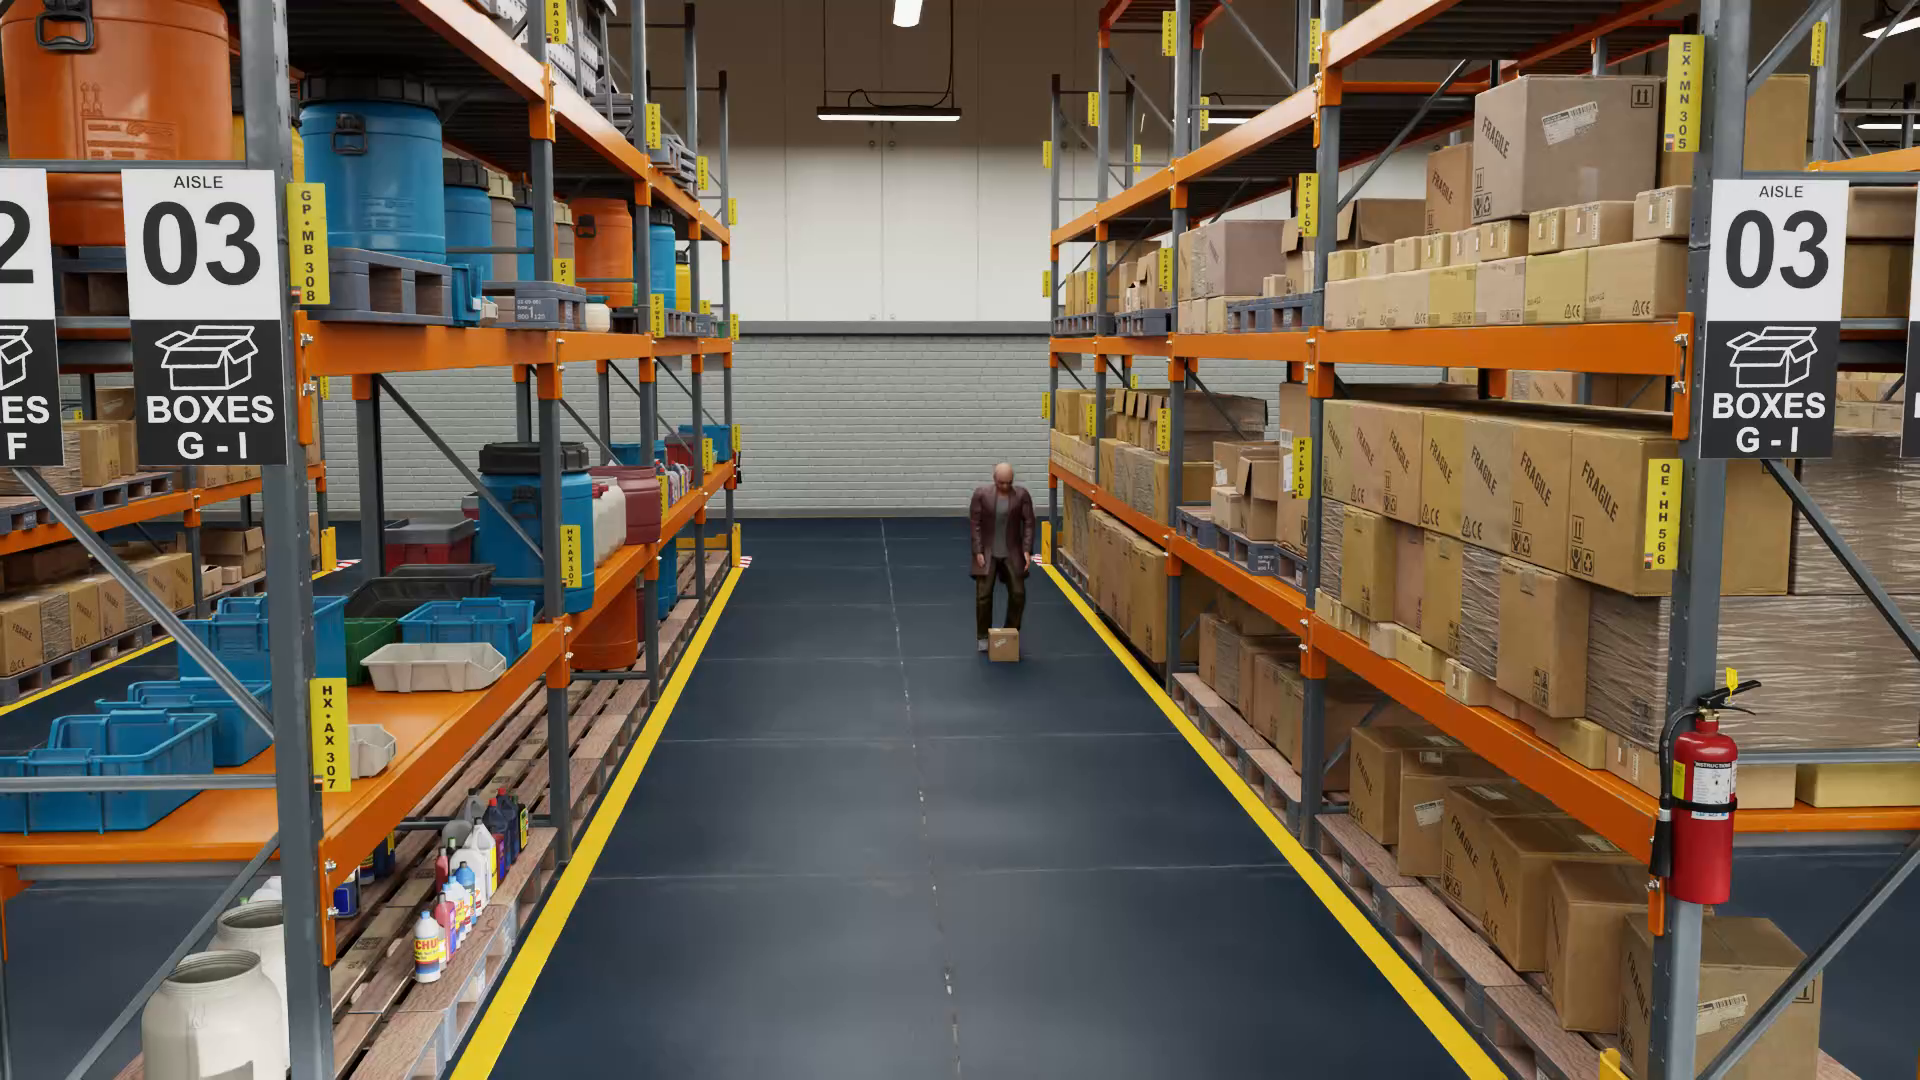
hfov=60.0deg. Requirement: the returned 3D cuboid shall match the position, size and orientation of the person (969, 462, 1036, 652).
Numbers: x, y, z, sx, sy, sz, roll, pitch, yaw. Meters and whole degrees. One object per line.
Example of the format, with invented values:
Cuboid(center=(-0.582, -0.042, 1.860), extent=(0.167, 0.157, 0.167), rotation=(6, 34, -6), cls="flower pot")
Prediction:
Cuboid(center=(0.379, 0.148, 14.958), extent=(0.599, 1.694, 0.459), rotation=(0, 7, -2), cls="person")
